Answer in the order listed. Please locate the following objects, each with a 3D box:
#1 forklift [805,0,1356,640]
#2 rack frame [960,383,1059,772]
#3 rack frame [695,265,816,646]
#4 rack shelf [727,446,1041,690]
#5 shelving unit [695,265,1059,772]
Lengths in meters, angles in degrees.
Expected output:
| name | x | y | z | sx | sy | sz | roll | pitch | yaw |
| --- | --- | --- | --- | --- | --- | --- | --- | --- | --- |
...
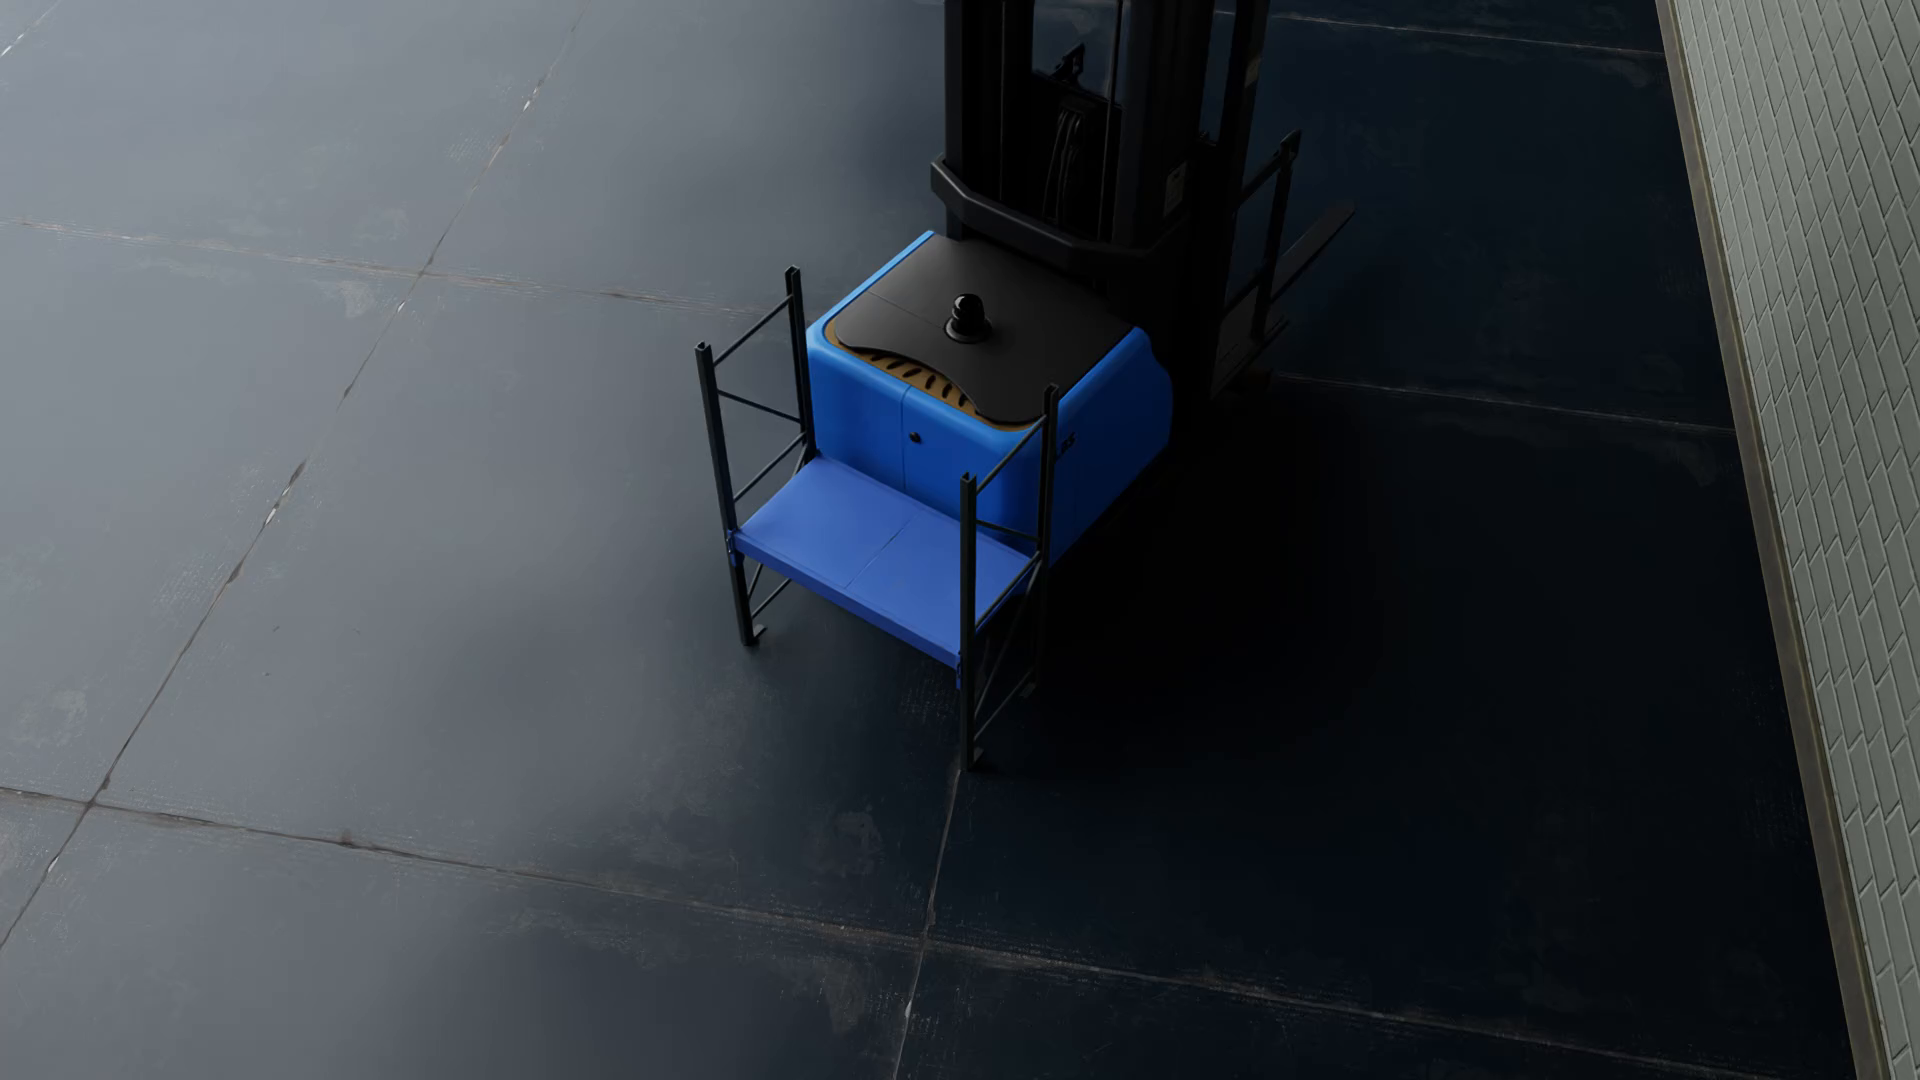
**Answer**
| name | x | y | z | sx | sy | sz | roll | pitch | yaw |
| --- | --- | --- | --- | --- | --- | --- | --- | --- | --- |
| forklift | 0.696 | -1.658 | 6.241 | 1.130 | 2.935 | 3.031 | 29 | 54 | 24 |
| rack frame | 0.154 | 0.174 | 5.557 | 0.032 | 1.500 | 0.500 | 27 | 54 | 22 |
| rack frame | -0.685 | -0.254 | 5.941 | 0.032 | 1.500 | 0.500 | 27 | 54 | 22 |
| rack shelf | -0.266 | 0.081 | 5.883 | 1.000 | 0.185 | 0.538 | 27 | 54 | 22 |
| shelving unit | -0.266 | -0.040 | 5.749 | 1.048 | 1.500 | 0.538 | 27 | 54 | 22 |
